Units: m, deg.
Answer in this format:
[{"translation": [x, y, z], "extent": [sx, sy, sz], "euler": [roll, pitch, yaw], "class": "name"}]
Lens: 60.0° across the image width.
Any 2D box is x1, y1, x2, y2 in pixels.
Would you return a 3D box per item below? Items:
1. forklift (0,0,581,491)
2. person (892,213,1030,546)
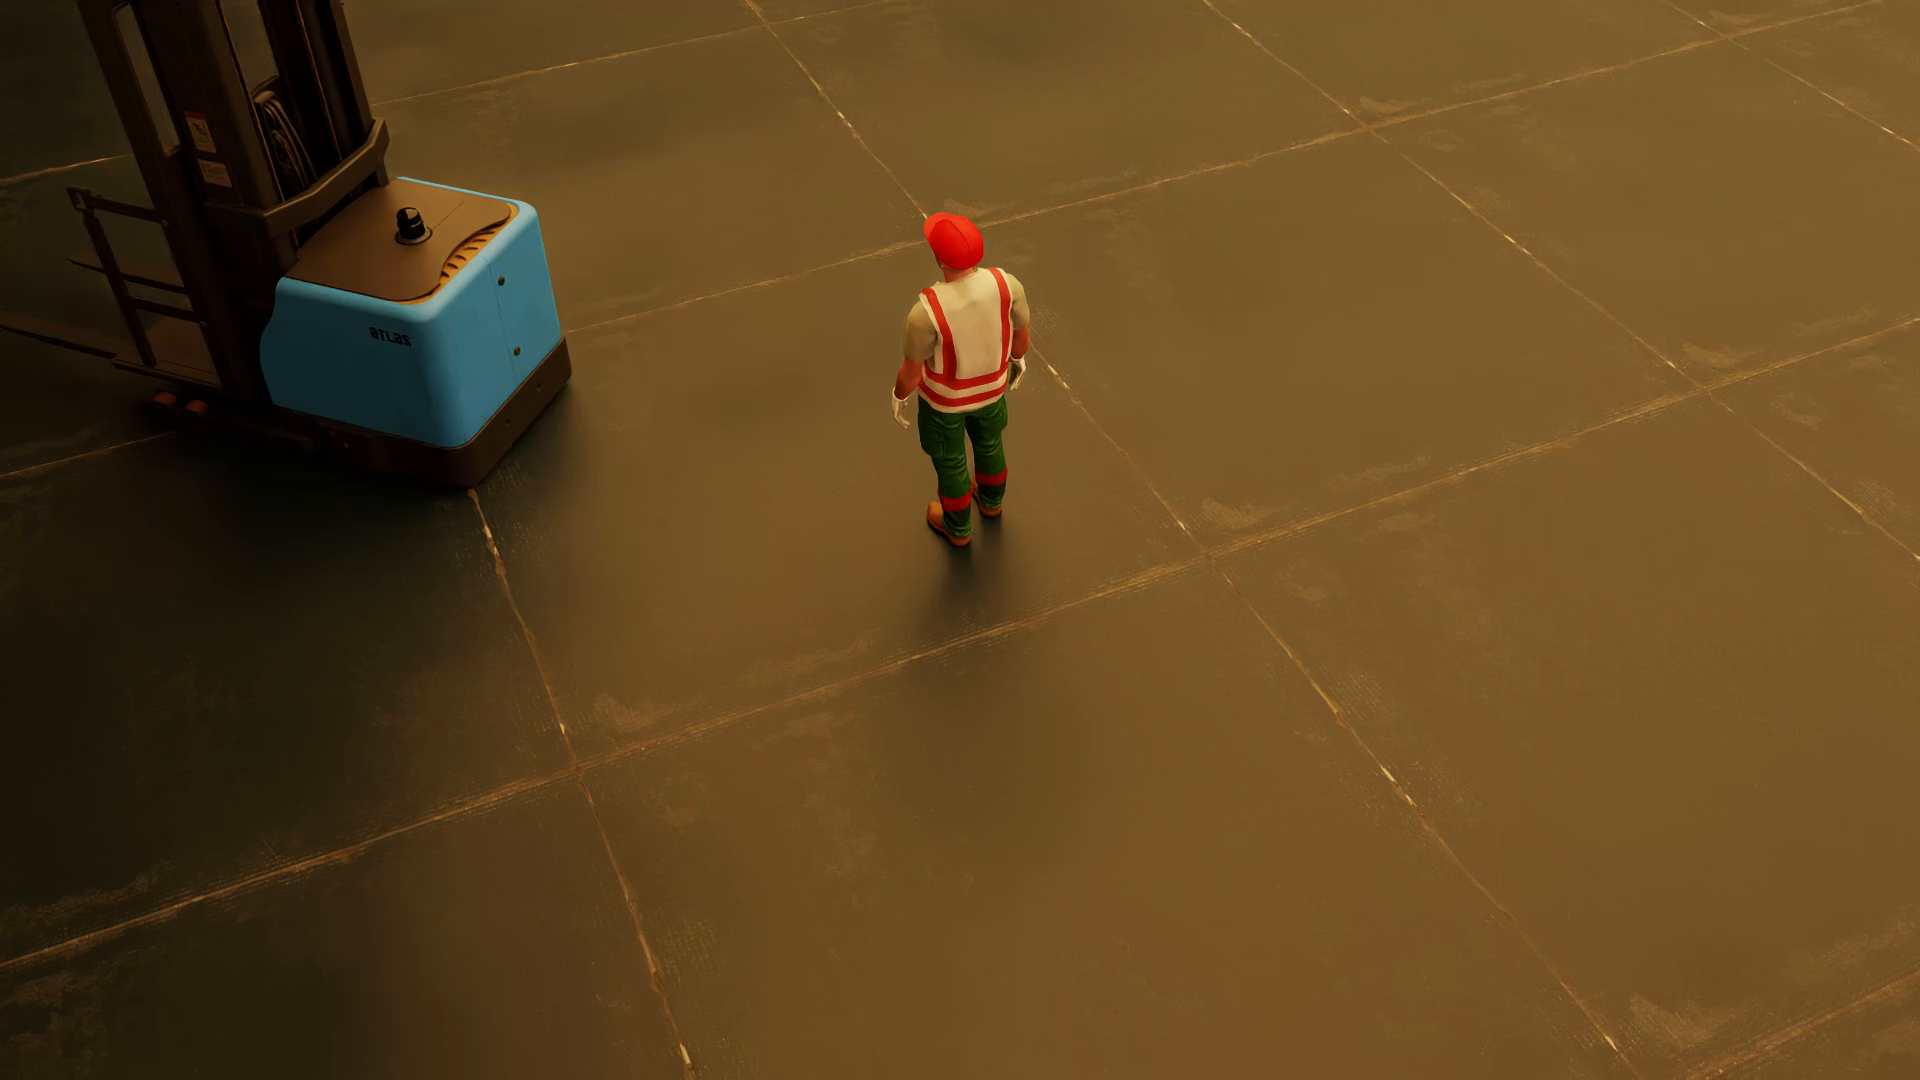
[{"translation": [-3.543, -1.924, 7.742], "extent": [3.031, 2.935, 1.130], "euler": [14, 45, 14], "class": "forklift"}, {"translation": [-0.022, -0.713, 7.270], "extent": [0.638, 1.787, 0.564], "euler": [-18, 46, -18], "class": "person"}]
